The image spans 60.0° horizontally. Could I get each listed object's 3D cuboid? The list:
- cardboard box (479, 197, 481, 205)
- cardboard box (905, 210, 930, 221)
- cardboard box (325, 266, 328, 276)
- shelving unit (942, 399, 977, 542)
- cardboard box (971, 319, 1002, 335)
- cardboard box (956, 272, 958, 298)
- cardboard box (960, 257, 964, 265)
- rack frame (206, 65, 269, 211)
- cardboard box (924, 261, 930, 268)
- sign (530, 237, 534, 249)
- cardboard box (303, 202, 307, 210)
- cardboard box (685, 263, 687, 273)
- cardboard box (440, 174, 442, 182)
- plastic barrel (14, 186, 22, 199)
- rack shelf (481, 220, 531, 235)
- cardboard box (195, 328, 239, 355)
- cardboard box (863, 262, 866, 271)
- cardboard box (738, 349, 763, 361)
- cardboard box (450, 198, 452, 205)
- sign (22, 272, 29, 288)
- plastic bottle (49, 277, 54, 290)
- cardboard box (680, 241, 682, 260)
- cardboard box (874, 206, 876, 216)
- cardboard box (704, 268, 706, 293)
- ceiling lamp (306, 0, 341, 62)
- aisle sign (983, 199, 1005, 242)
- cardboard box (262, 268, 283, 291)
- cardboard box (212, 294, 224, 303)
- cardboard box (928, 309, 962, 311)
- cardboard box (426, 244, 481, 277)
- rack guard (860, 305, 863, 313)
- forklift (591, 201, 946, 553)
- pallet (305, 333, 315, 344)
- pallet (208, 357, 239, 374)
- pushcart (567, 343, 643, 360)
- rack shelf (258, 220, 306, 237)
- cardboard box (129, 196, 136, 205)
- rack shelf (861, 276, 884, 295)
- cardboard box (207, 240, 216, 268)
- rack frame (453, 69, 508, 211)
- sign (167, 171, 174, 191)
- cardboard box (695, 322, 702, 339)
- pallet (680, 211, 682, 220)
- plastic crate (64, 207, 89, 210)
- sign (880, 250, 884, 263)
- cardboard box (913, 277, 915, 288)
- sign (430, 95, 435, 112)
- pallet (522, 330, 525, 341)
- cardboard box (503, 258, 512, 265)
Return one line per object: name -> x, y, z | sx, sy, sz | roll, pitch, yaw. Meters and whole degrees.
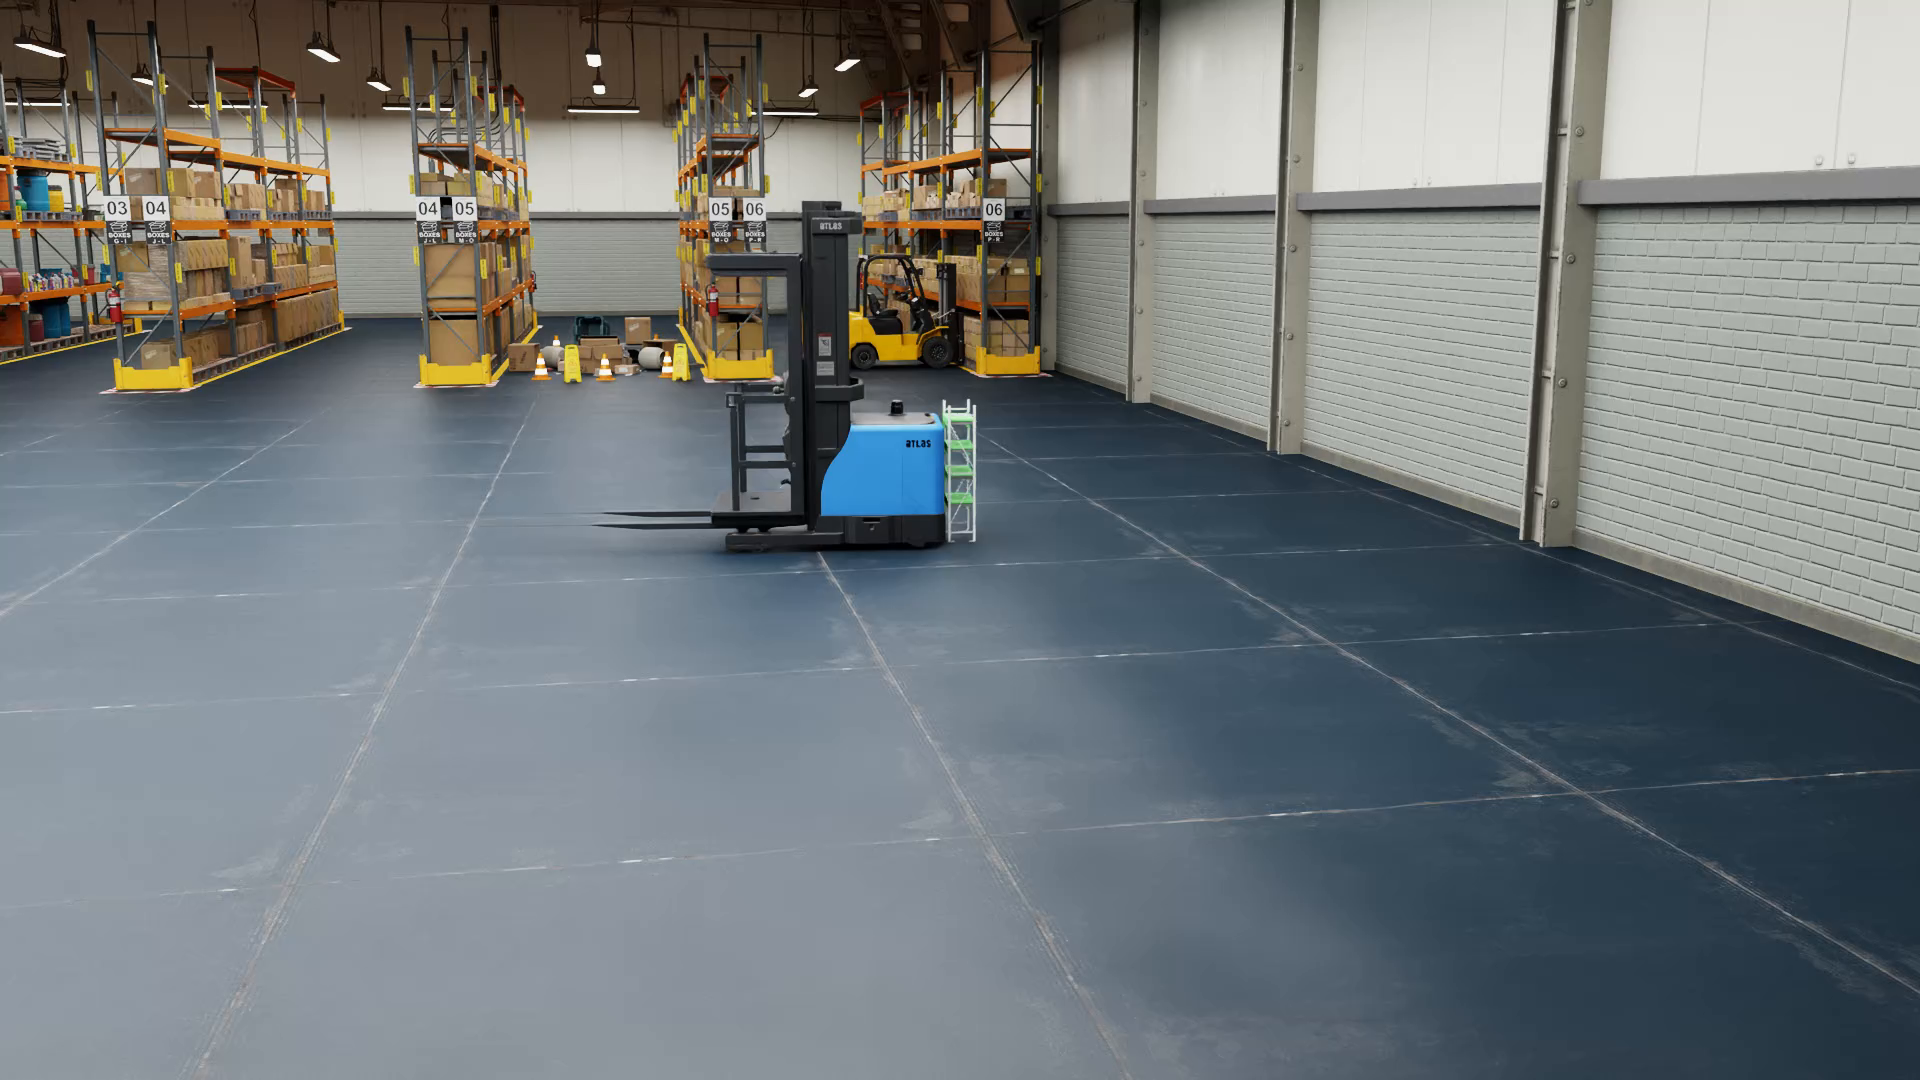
cardboard box -> -8.608, -5.941, 29.146 | 0.380, 0.149, 0.250 | -2, 11, -10
cardboard box -> -0.996, -7.546, 38.700 | 0.500, 0.250, 0.500 | -2, 11, -13
cardboard box -> -16.251, -6.794, 41.973 | 0.500, 0.250, 0.500 | -3, 11, -13
shelving unit -> -0.008, -0.620, 14.745 | 0.258, 1.200, 0.503 | -1, 11, -6
cardboard box -> 0.503, -4.014, 31.318 | 0.500, 0.250, 0.500 | -2, 11, -9
cardboard box -> 0.167, -5.098, 33.191 | 0.500, 0.500, 0.500 | -2, 11, -12
cardboard box -> 0.219, -5.539, 32.976 | 0.380, 0.149, 0.250 | -2, 11, -11
rack frame -> -15.247, -8.467, 35.112 | 1.000, 3.000, 0.127 | -2, 11, -11
cardboard box -> -0.569, -6.029, 36.347 | 0.380, 0.149, 0.250 | -2, 11, -13
sign -> -11.370, -7.889, 44.181 | 0.100, 0.325, 0.005 | -2, 11, -11
cardboard box -> -16.336, -8.271, 40.451 | 0.700, 0.500, 0.500 | -2, 11, -8
cardboard box -> -6.495, -6.694, 40.910 | 0.500, 0.250, 0.500 | -2, 11, -13
cardboard box -> -9.301, -6.354, 29.182 | 0.380, 0.149, 0.250 | -2, 11, -10
plastic barrel -> -20.598, -7.406, 36.074 | 0.433, 0.535, 0.433 | 0, 11, 0
rack shelf -> -11.529, -7.902, 42.092 | 1.077, 0.370, 4.000 | -2, 11, -11
cardboard box -> -14.567, -3.887, 32.607 | 0.700, 0.500, 0.500 | -3, 11, -15
cardboard box -> -2.390, -7.508, 45.725 | 0.500, 0.250, 0.500 | -2, 11, -11
cardboard box -> -3.856, -3.426, 30.906 | 0.500, 0.250, 0.500 | -2, 11, -11
cardboard box -> -9.597, -6.241, 30.721 | 0.380, 0.149, 0.250 | -2, 11, -11
sign -> -19.567, -5.441, 34.824 | 0.100, 0.325, 0.005 | -2, 11, -11
plastic bottle -> -20.159, -5.688, 36.869 | 0.061, 0.283, 0.133 | -2, 11, -11
cardboard box -> -7.161, -7.695, 44.159 | 0.500, 0.500, 0.500 | -2, 11, -13
cardboard box -> -1.975, -8.609, 43.491 | 0.500, 0.250, 0.500 | -2, 11, -10
cardboard box -> -4.533, -4.881, 31.257 | 0.500, 0.500, 0.500 | -2, 11, -11
ceiling lamp -> -11.739, -10.676, 31.109 | 0.800, 3.185, 2.000 | -2, 11, -11
aisle sign -> 0.623, -5.848, 30.447 | 0.394, 0.787, 0.004 | -2, 11, -11
cardboard box -> -15.074, -5.668, 36.184 | 0.500, 0.500, 0.500 | -2, 11, -9
cardboard box -> -13.952, -4.498, 30.977 | 0.380, 0.149, 0.250 | -2, 11, -11
cardboard box -> -0.415, -4.866, 37.470 | 0.875, 0.625, 0.625 | -2, 11, -9
cardboard box -> -8.840, -4.888, 29.065 | 0.875, 0.550, 0.550 | -2, 11, -11
rack guard -> -2.199, -6.286, 46.388 | 1.175, 0.500, 0.348 | -2, 11, -11
forklift -> -1.664, -1.431, 14.378 | 3.031, 2.935, 1.130 | -1, 11, -4
pallet -> -15.801, -4.744, 39.059 | 1.003, 0.211, 1.213 | -2, 11, -11
pallet -> -14.304, -3.294, 31.439 | 1.003, 0.211, 1.213 | -2, 11, -11
pushcart -> -6.975, -3.766, 33.474 | 1.648, 0.377, 0.936 | -6, 13, -31
rack shelf -> -15.636, -7.006, 37.387 | 1.077, 0.370, 4.000 | -2, 11, -11
cardboard box -> -14.051, -5.688, 27.869 | 0.380, 0.149, 0.250 | -2, 11, -11
rack shelf -> -1.825, -6.808, 44.367 | 1.077, 0.370, 4.000 | -2, 11, -11
cardboard box -> -13.917, -5.216, 30.344 | 0.500, 0.500, 0.500 | -2, 11, -11
rack frame -> -10.362, -8.628, 35.963 | 1.000, 3.000, 0.127 | -2, 11, -11
sign -> -13.159, -5.975, 27.706 | 0.100, 0.325, 0.005 | -2, 11, -11
cardboard box -> -5.426, -4.691, 37.227 | 0.950, 0.372, 0.625 | -3, 11, -15
pallet -> -6.927, -8.641, 44.290 | 1.003, 0.211, 1.213 | -2, 11, -11
plastic crate -> -21.634, -7.959, 40.636 | 0.504, 0.338, 0.767 | -2, 11, -11
sign -> -1.967, -7.199, 42.181 | 0.100, 0.325, 0.005 | -2, 11, -11
cardboard box -> -0.811, -5.897, 38.058 | 0.500, 0.250, 0.500 | -2, 11, -11
sign -> -10.114, -8.371, 31.898 | 0.100, 0.325, 0.005 | -2, 11, -11
pallet -> -10.987, -4.902, 39.889 | 1.003, 0.211, 1.213 | -2, 11, -11
cardboard box -> -10.564, -6.435, 38.442 | 0.380, 0.149, 0.250 | -2, 11, -12
